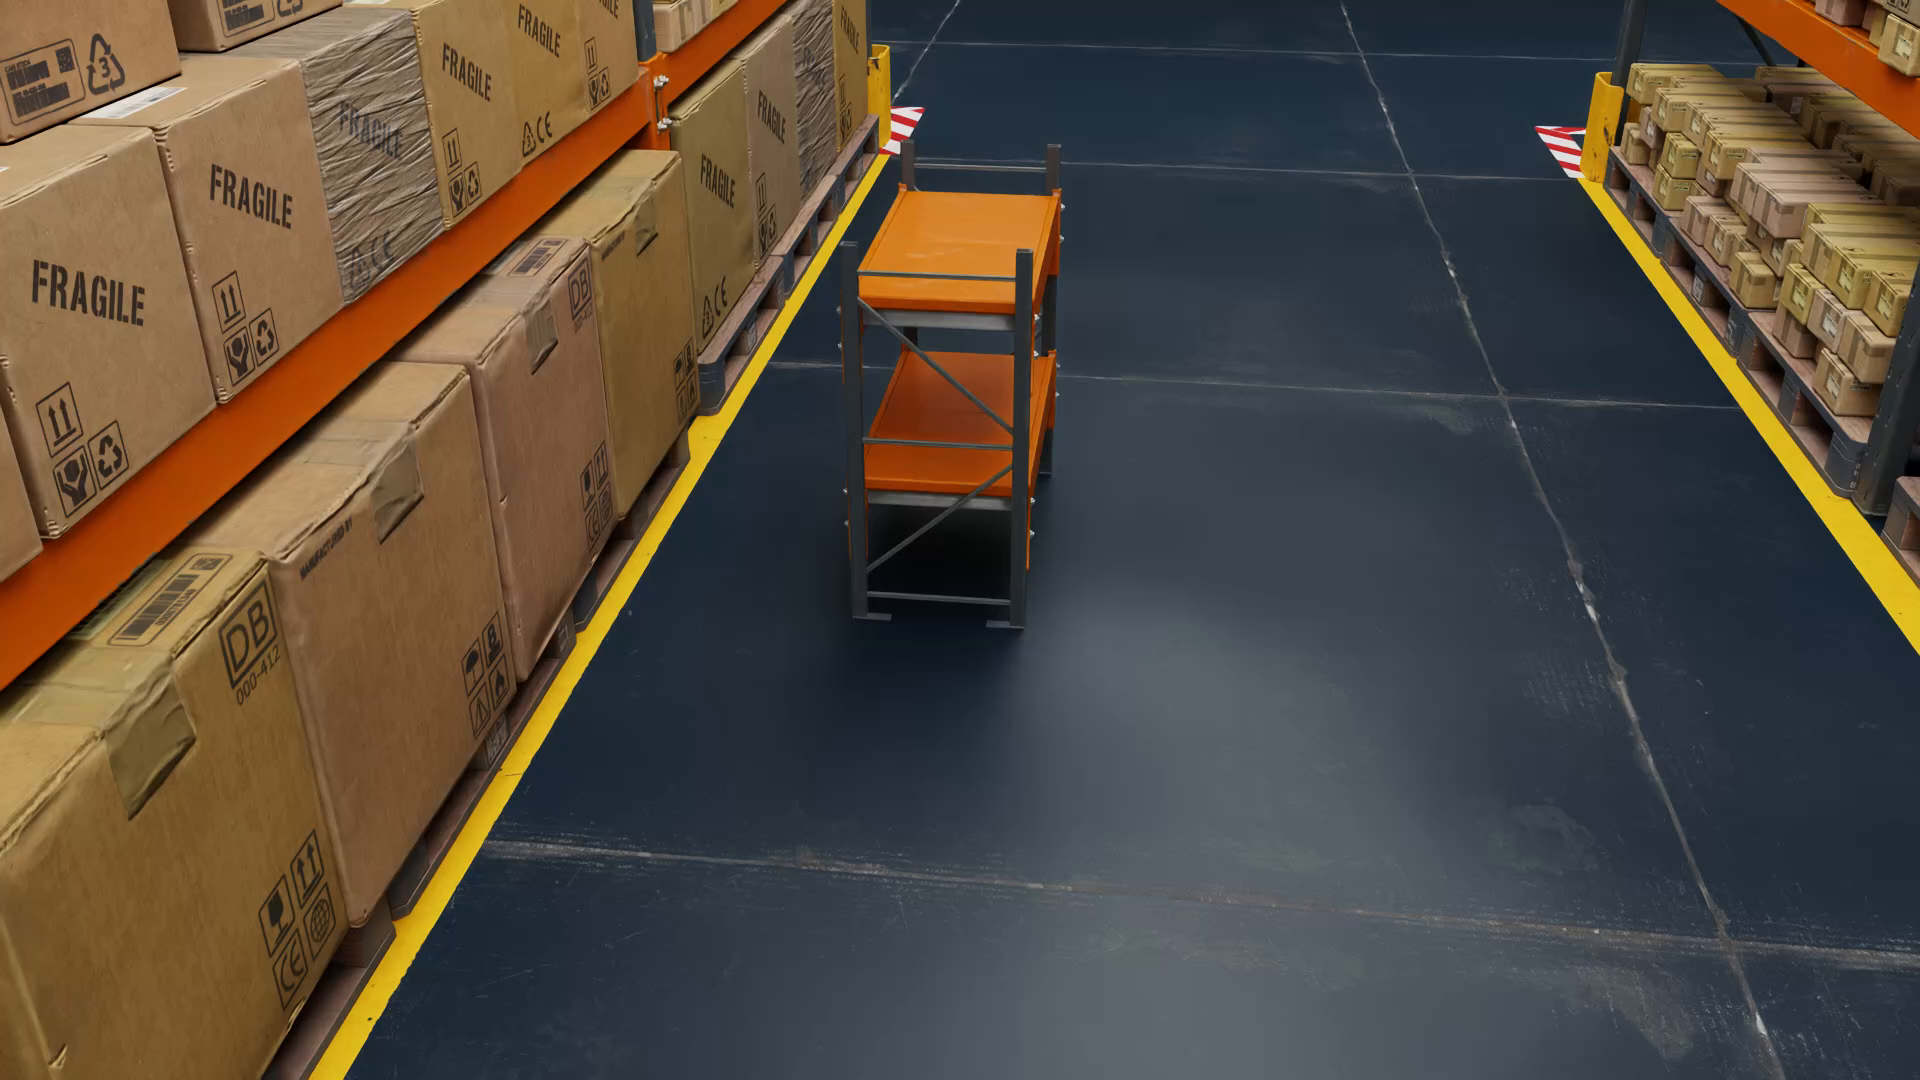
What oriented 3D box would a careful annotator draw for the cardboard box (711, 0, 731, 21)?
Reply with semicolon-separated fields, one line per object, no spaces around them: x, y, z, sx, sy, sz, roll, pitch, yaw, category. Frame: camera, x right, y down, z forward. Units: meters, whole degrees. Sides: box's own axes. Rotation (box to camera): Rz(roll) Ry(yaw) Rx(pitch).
-1.052;-1.986;6.038;0.380;0.149;0.250;4;29;8;cardboard box

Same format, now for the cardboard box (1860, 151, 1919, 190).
3.892;-1.469;6.750;0.380;0.149;0.250;3;29;6;cardboard box

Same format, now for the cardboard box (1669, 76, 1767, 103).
3.602;-2.104;7.929;0.380;0.149;0.250;4;29;7;cardboard box

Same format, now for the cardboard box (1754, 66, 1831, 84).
4.104;-2.204;8.114;0.380;0.149;0.250;4;29;7;cardboard box

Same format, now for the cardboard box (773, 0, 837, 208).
-1.103;-2.127;7.833;0.875;0.875;0.875;3;28;6;cardboard box

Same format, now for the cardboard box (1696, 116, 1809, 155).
3.452;-1.741;7.255;0.380;0.149;0.250;4;29;8;cardboard box

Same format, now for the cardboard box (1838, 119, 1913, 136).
4.039;-1.712;7.200;0.380;0.149;0.250;4;29;8;cardboard box

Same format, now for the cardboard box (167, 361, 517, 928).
-1.751;0.162;3.585;1.225;0.875;0.875;3;29;6;cardboard box

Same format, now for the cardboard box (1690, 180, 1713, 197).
3.485;-1.493;7.421;0.380;0.149;0.250;3;29;6;cardboard box

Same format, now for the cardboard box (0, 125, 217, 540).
-1.582;-0.346;2.624;0.500;0.500;0.500;3;28;5;cardboard box

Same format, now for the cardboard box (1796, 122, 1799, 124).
4.051;-1.952;7.960;0.380;0.149;0.250;3;28;5;cardboard box

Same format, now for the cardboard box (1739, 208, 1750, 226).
3.455;-1.357;6.856;0.380;0.149;0.250;5;29;9;cardboard box

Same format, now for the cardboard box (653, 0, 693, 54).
-1.116;-1.738;5.579;0.380;0.149;0.250;3;29;6;cardboard box

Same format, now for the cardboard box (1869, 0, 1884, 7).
3.271;-2.056;5.486;0.500;0.500;0.500;3;28;5;cardboard box

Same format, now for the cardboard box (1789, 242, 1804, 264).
3.315;-0.988;6.171;0.380;0.149;0.250;4;29;7;cardboard box

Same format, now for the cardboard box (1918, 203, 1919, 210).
3.872;-1.222;6.292;0.380;0.149;0.250;4;29;7;cardboard box

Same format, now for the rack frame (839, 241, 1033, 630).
-0.061;-0.259;4.545;0.500;1.125;0.032;3;28;6;rack frame

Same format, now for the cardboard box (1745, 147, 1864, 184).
3.439;-1.496;6.800;0.380;0.149;0.250;3;29;6;cardboard box

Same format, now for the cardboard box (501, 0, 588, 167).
-1.336;-1.304;4.403;0.500;0.500;0.500;4;29;8;cardboard box

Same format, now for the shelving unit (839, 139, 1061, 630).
0.001;-0.498;4.989;0.538;1.125;1.048;3;28;6;shelving unit

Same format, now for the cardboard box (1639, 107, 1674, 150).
3.509;-1.979;8.011;0.380;0.149;0.250;3;28;6;cardboard box

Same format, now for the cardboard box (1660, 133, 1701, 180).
3.428;-1.745;7.575;0.380;0.149;0.250;4;29;8;cardboard box

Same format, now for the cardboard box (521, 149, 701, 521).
-1.541;-0.676;5.139;1.225;0.875;0.875;3;29;6;cardboard box

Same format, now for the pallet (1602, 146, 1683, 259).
3.774;-1.632;8.057;1.003;0.211;1.213;3;28;6;pallet

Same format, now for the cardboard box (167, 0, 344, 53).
-1.709;-1.298;3.333;0.797;0.503;0.637;4;29;8;cardboard box

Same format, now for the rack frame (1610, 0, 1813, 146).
3.918;-3.276;8.168;1.000;3.000;0.127;3;28;6;rack frame

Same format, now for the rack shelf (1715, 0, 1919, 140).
1.251;-2.810;6.507;5.958;1.845;4.006;3;28;6;rack shelf

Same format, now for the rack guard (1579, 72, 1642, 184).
3.908;-2.140;8.695;1.175;0.500;0.348;3;28;6;rack guard

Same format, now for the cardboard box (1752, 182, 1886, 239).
3.279;-1.258;6.358;0.380;0.149;0.250;2;28;4;cardboard box

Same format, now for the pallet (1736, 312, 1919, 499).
3.475;-0.484;5.925;1.003;0.211;1.213;3;28;6;pallet

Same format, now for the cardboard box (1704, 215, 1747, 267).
3.360;-1.249;6.968;0.380;0.149;0.250;3;28;6;cardboard box

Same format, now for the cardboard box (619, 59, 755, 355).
-1.322;-1.284;6.269;0.875;0.875;0.875;3;28;6;cardboard box

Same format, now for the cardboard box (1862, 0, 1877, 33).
3.345;-1.798;5.689;0.380;0.149;0.250;3;28;5;cardboard box

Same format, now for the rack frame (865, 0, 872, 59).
-0.992;-3.612;8.791;1.000;3.000;0.127;3;28;6;rack frame

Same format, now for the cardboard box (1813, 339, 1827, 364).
3.252;-0.645;5.847;0.380;0.149;0.250;4;29;8;cardboard box

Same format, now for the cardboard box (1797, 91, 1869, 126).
4.111;-1.959;7.660;0.380;0.149;0.250;3;28;5;cardboard box

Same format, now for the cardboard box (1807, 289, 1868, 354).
3.172;-0.749;5.726;0.380;0.149;0.250;2;28;4;cardboard box

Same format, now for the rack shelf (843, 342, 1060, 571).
0.001;-0.283;5.105;0.538;0.278;1.000;3;28;6;rack shelf

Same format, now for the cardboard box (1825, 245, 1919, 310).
3.205;-0.890;5.675;0.380;0.149;0.250;4;29;7;cardboard box

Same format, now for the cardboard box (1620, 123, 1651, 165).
3.536;-1.978;8.321;0.380;0.149;0.250;4;29;7;cardboard box
